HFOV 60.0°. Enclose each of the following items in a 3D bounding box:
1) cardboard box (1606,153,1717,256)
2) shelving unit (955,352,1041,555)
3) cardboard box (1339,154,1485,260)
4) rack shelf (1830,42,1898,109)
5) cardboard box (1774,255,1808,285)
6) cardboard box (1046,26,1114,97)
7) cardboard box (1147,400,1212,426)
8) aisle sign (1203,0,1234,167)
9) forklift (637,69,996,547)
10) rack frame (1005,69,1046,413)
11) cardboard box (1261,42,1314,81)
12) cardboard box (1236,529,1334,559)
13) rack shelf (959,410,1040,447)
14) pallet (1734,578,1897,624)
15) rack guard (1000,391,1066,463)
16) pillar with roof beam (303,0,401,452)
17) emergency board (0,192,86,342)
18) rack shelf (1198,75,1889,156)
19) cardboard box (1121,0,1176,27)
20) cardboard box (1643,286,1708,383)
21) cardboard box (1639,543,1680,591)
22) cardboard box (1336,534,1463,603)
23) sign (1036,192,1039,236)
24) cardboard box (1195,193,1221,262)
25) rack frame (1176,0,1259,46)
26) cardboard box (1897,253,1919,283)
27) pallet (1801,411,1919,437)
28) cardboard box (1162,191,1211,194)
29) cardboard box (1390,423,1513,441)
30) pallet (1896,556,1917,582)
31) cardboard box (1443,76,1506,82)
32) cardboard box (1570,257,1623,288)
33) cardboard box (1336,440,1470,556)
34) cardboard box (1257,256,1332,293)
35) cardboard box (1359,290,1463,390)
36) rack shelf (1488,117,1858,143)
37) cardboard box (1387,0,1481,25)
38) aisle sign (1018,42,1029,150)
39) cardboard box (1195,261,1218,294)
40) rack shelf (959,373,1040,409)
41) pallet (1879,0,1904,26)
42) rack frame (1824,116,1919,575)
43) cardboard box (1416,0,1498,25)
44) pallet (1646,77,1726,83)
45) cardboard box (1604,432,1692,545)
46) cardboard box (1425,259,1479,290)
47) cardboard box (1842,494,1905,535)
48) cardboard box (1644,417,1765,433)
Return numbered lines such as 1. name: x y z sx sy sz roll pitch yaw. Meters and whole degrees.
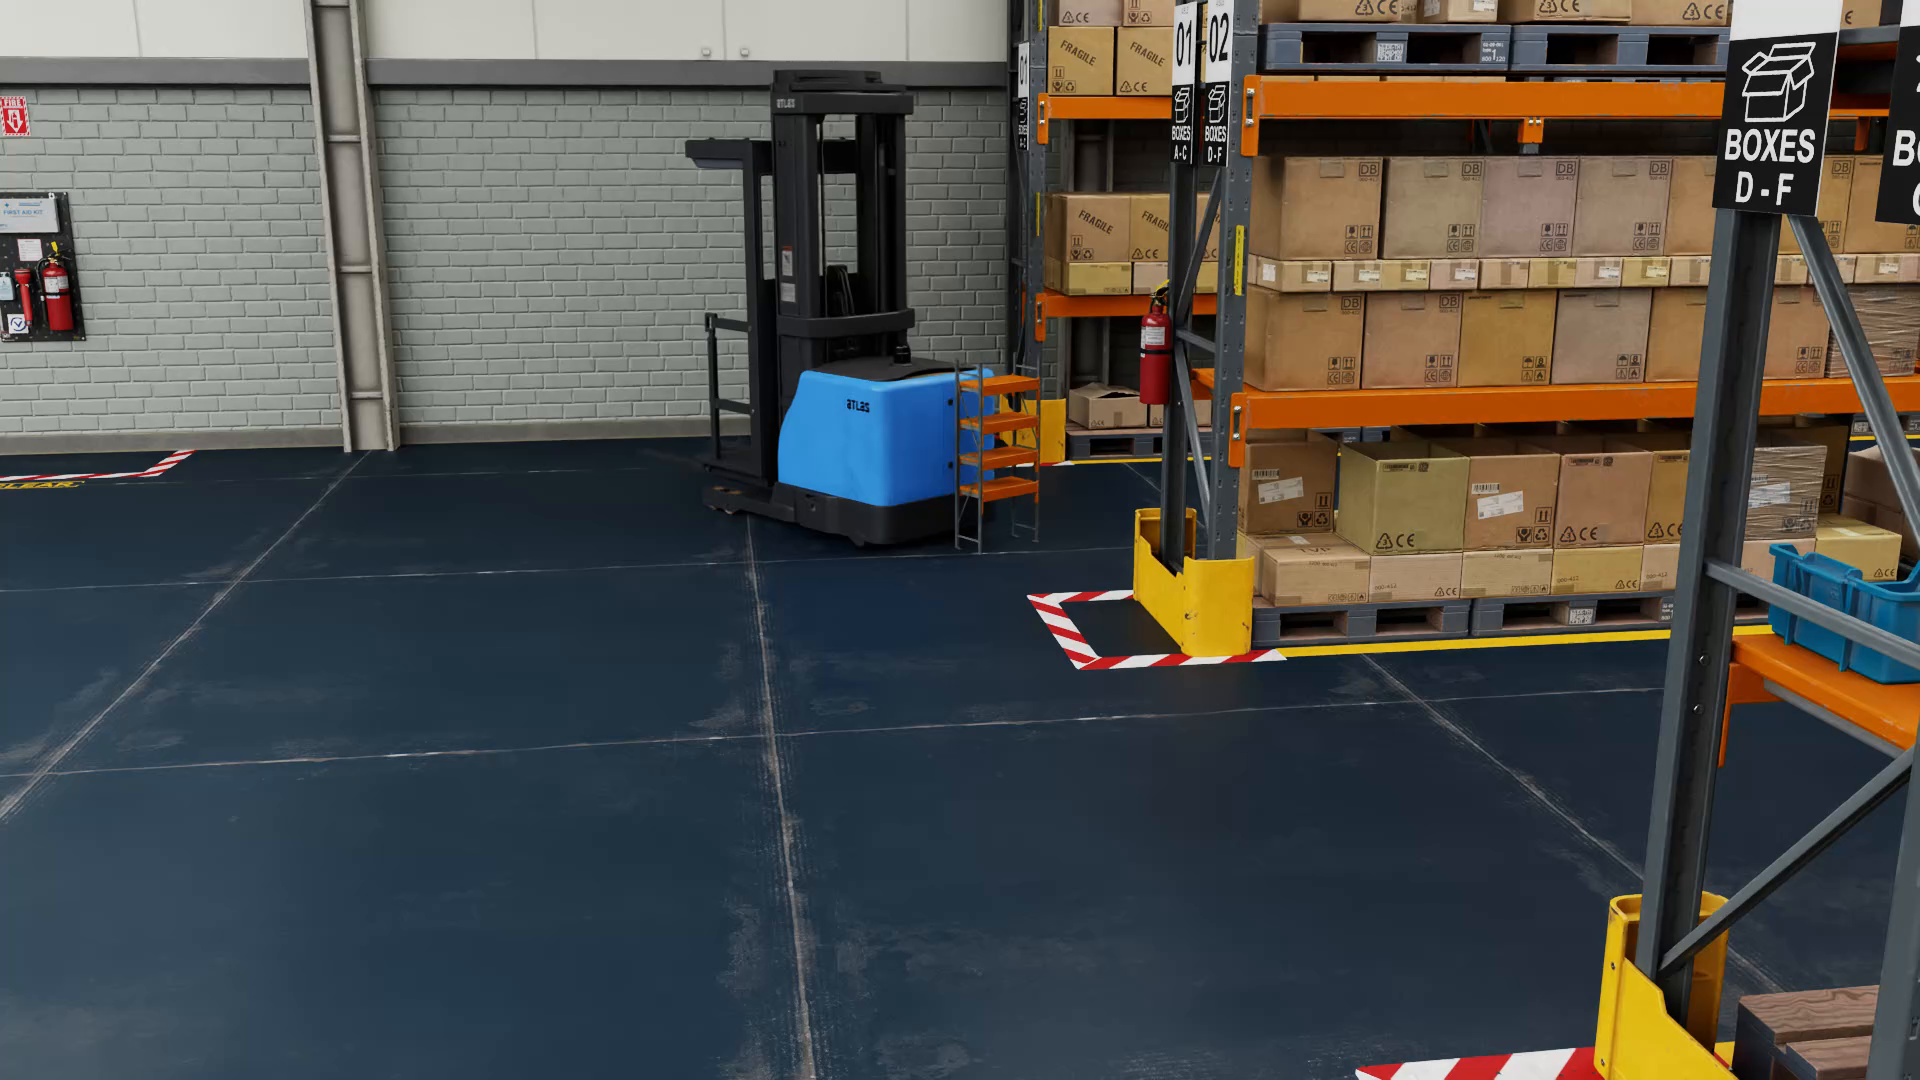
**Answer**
1. cardboard box: 3.776 -1.778 8.774 0.500 0.500 0.700 -2 14 -8
2. shelving unit: 0.237 -0.549 10.444 0.503 1.200 0.258 -12 18 -40
3. cardboard box: 2.289 -1.724 8.556 0.500 0.500 0.700 -2 14 -10
4. rack shelf: 3.965 -0.997 3.842 4.000 0.370 1.077 -2 14 -8
5. cardboard box: 4.209 -1.428 8.711 0.250 0.149 0.380 -2 14 -8
6. cardboard box: 0.880 -3.666 12.762 0.500 0.500 0.500 -2 14 -7
7. cardboard box: 1.773 -1.135 13.702 0.500 0.311 0.500 -1 14 -4
8. aisle sign: 1.234 -2.195 7.963 0.004 0.787 0.394 -2 14 -8
9. forklift: -1.140 -1.669 11.350 1.130 2.935 3.031 -13 19 -42
10. rack frame: 0.512 -2.201 13.333 0.127 3.000 1.000 -2 14 -8
11. cardboard box: 2.456 -3.722 12.982 0.500 0.500 0.500 -1 14 -5
12. cardboard box: 1.740 0.030 9.226 0.500 0.250 0.500 -2 14 -8
13. rack shelf: 0.237 -0.701 10.406 0.480 0.148 0.258 -12 18 -40
14. pallet: 4.416 0.216 9.425 1.213 0.211 1.003 -2 14 -8
15. rack guard: 0.587 -0.992 13.648 0.348 0.500 1.175 -2 14 -8
16. pillar with roof beam: -4.217 -4.092 8.538 0.400 9.000 9.100 -2 14 -8
17. emergency board: -7.307 -2.137 13.076 0.643 1.169 0.194 -2 14 -8
18. rack shelf: 3.231 -2.188 8.594 4.000 0.370 1.077 -2 14 -8
19. cardboard box: 1.432 -4.161 12.678 0.500 0.500 0.500 -2 14 -9
20. cardboard box: 3.754 -1.148 8.927 0.500 0.500 0.700 -2 14 -7
21. cardboard box: 3.795 0.082 9.018 0.500 0.250 0.500 -2 14 -8
22. cardboard box: 2.311 0.135 8.805 0.500 0.250 0.500 -2 14 -8
23. sign: 0.593 -2.491 12.707 0.005 0.325 0.100 -2 14 -8
24. cardboard box: 2.031 -2.480 13.169 0.500 0.500 0.500 -3 14 -10
25. rack frame: 1.253 -3.920 7.852 0.127 3.000 1.000 -2 14 -8
26. cardboard box: 4.972 -1.457 8.824 0.250 0.149 0.380 -2 14 -8
27. pallet: 7.650 -1.111 14.717 1.213 0.211 1.003 -2 14 -8
28. cardboard box: 1.956 -2.606 13.672 0.500 0.500 0.500 -2 14 -10
29. cardboard box: 2.726 -0.374 9.296 0.500 0.500 0.500 -2 14 -8
30. pallet: 5.932 0.162 9.643 1.213 0.211 1.003 -2 14 -8
31. cardboard box: 4.002 -3.782 13.221 0.500 0.500 0.500 -2 14 -7
32. cardboard box: 3.194 -1.391 8.563 0.250 0.149 0.380 -2 14 -8
33. cardboard box: 2.311 -0.228 8.713 0.500 0.500 0.500 -2 14 -8
34. cardboard box: 1.674 -1.335 8.341 0.250 0.149 0.380 -2 14 -9
35. cardboard box: 2.236 -1.092 8.706 0.500 0.500 0.700 -2 14 -7
36. rack shelf: 6.445 -3.525 13.922 4.000 0.370 1.077 -2 14 -8
37. cardboard box: 2.353 -2.769 8.587 0.500 0.250 0.500 -2 14 -8
38. aisle sign: 0.485 -3.387 12.718 0.004 0.787 0.394 -2 14 -8
39. cardboard box: 2.058 -2.119 13.271 0.500 0.250 0.500 -2 14 -9
40. rack shelf: 0.237 -0.930 10.349 0.480 0.148 0.258 -12 18 -40
41. pallet: 2.820 -1.188 3.514 1.213 0.211 1.003 -2 14 -8
42. rack frame: 5.209 -1.155 9.160 0.127 3.000 1.000 -2 14 -8
43. cardboard box: 2.443 -2.615 8.181 0.250 0.149 0.380 -2 14 -8
44. pallet: 6.119 -3.745 13.709 1.003 0.211 1.213 -2 14 -8
45. cardboard box: 3.793 -0.285 8.939 0.500 0.500 0.500 -2 14 -8
46. cardboard box: 2.431 -1.363 8.451 0.250 0.149 0.380 -2 14 -9
47. cardboard box: 5.576 -0.110 9.781 0.500 0.250 0.500 -2 14 -9
48. cardboard box: 4.210 -0.427 9.506 0.500 0.500 0.500 -2 14 -8
